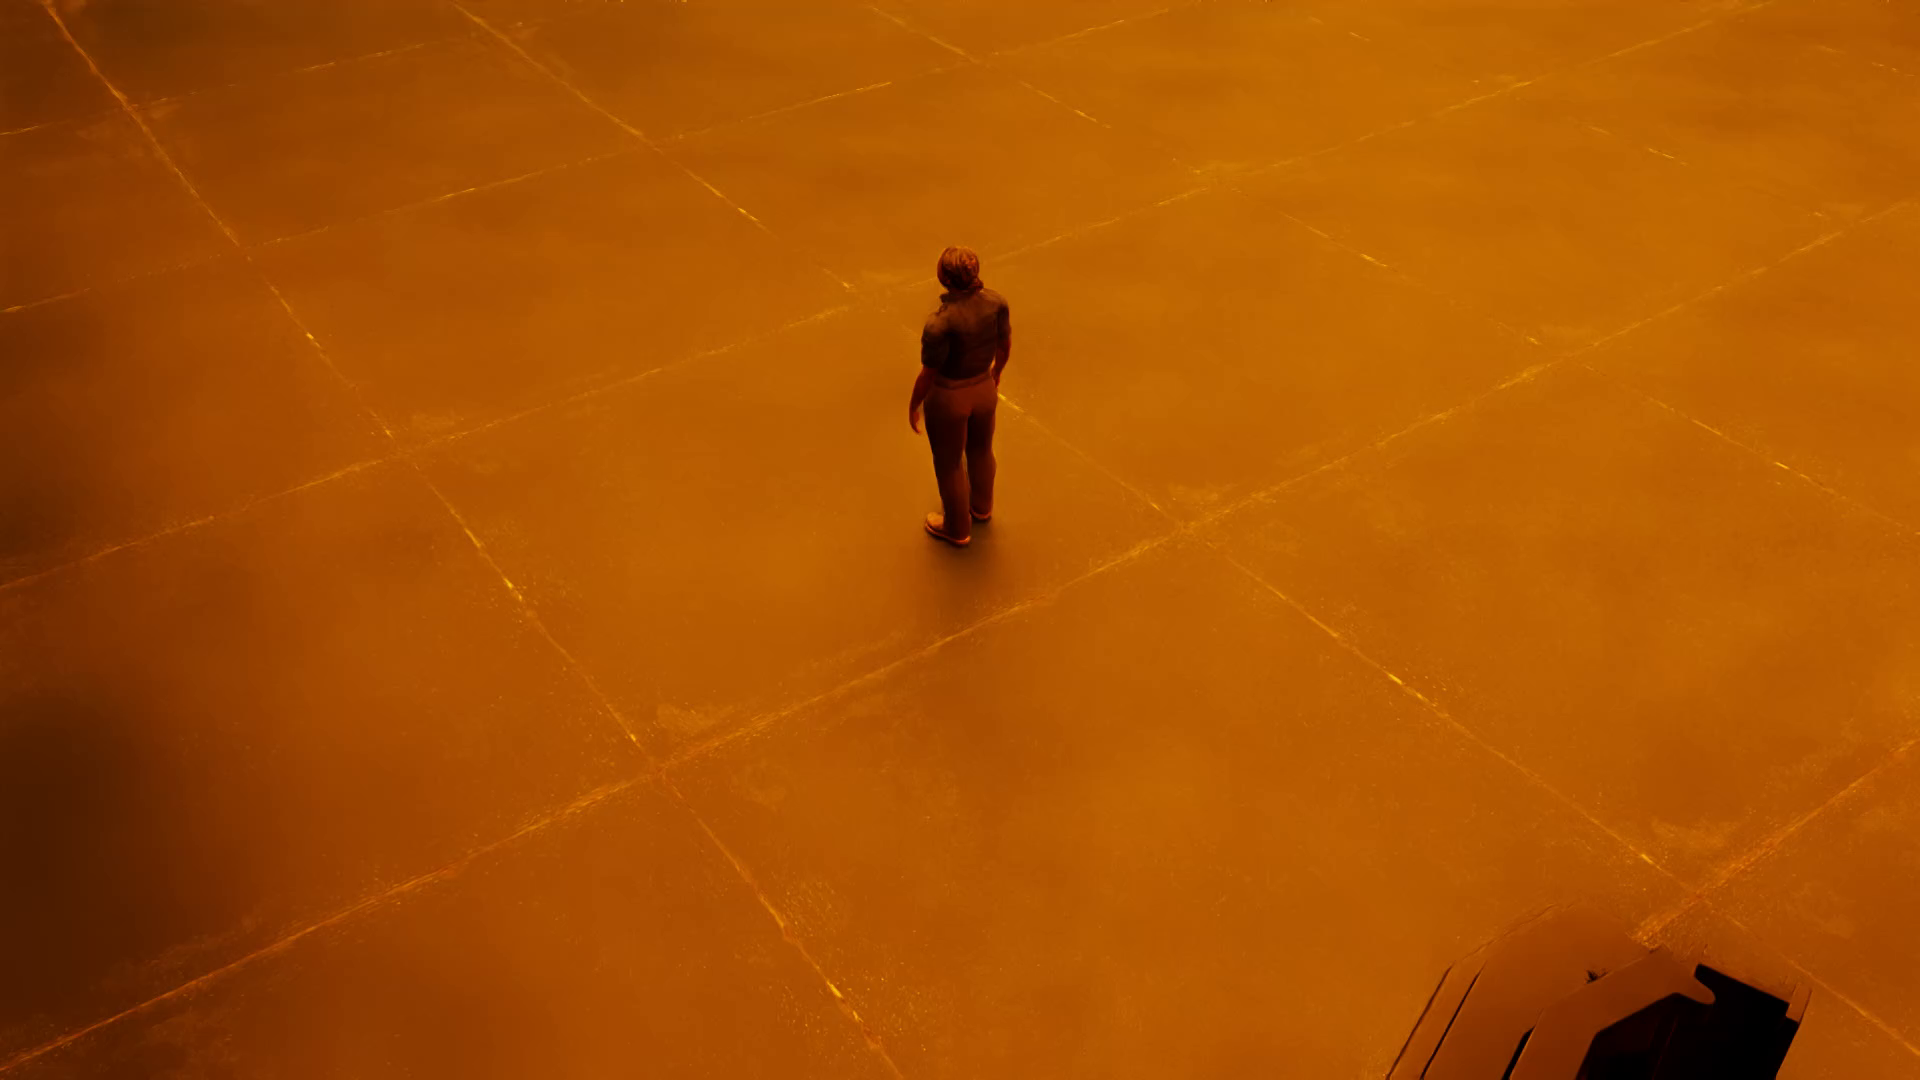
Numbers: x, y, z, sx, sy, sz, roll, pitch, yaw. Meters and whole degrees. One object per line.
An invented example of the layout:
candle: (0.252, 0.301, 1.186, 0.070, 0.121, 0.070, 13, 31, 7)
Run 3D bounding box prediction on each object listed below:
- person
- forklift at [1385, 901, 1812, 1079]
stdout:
person: (-0.035, -0.720, 7.980, 0.570, 1.654, 0.503, -23, 42, -28)
forklift: (1.366, 2.161, 3.021, 3.031, 2.935, 1.130, 22, 42, 27)
